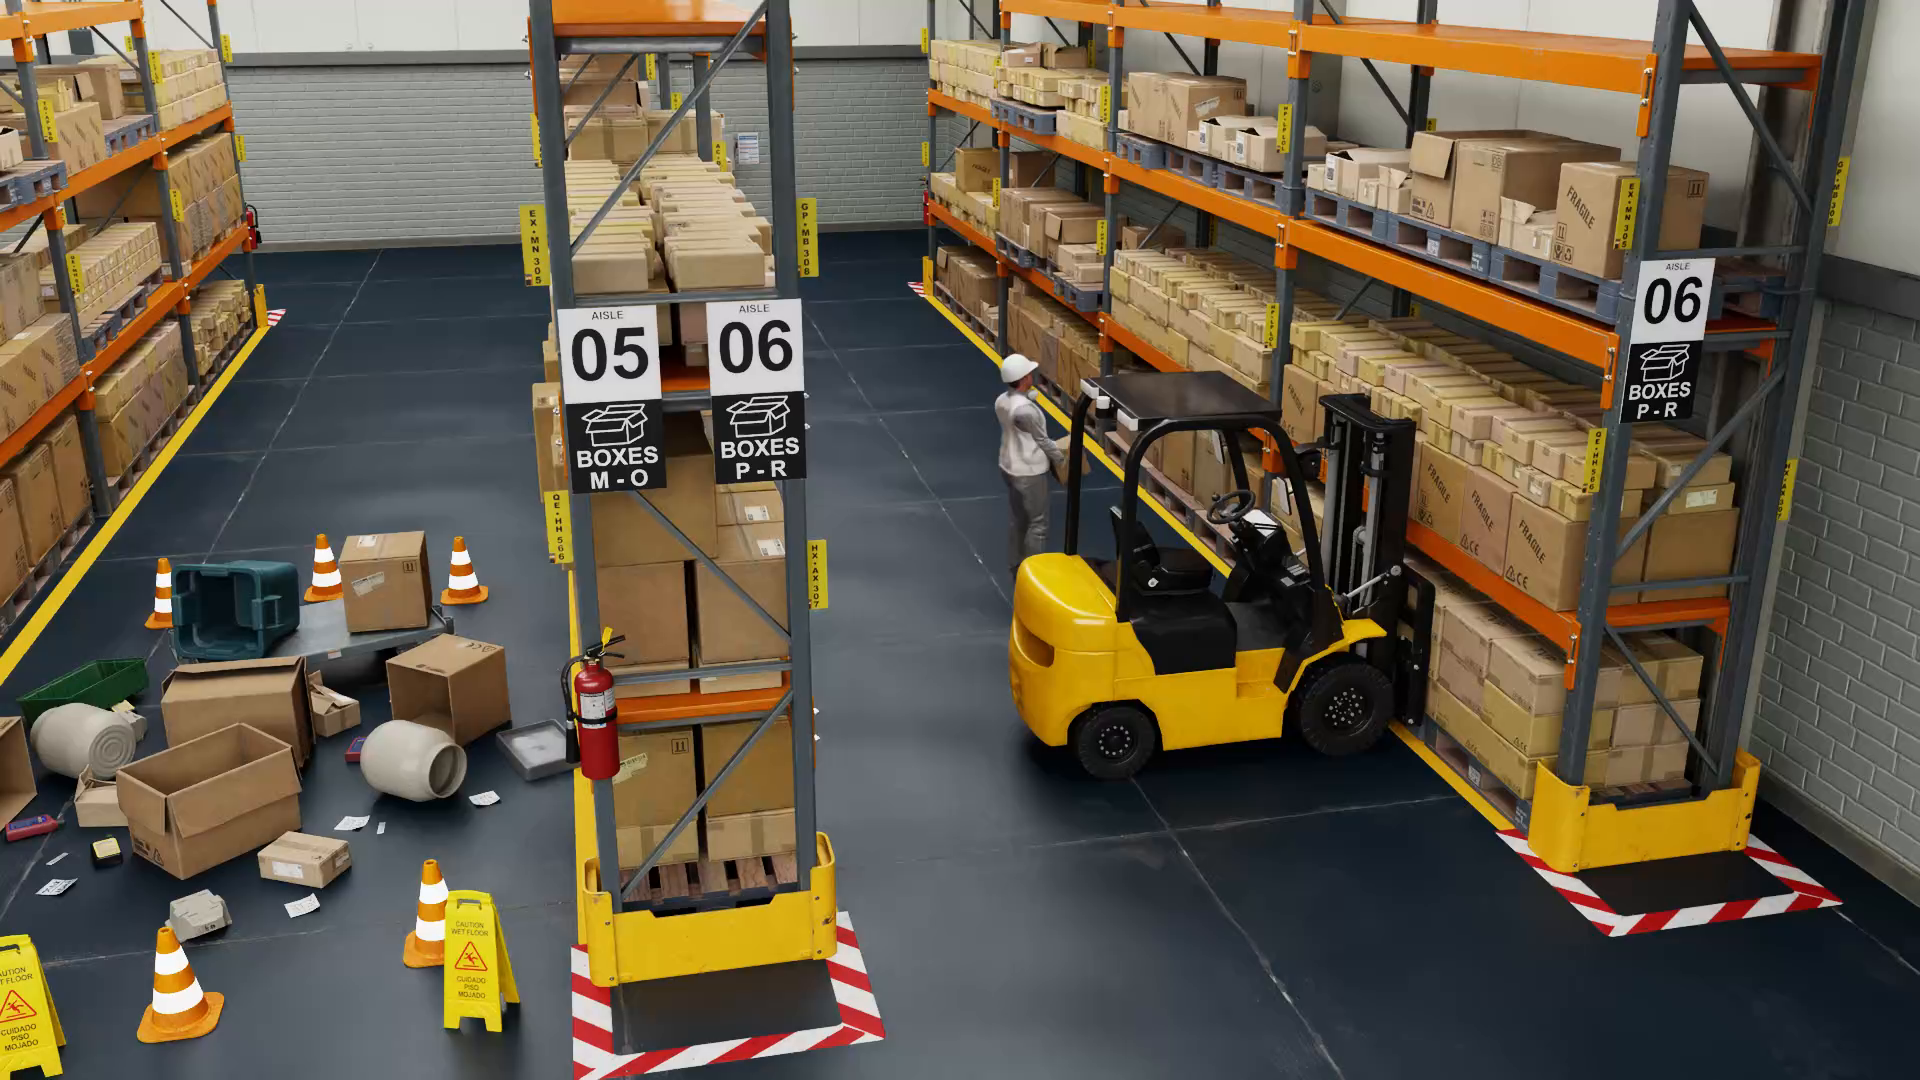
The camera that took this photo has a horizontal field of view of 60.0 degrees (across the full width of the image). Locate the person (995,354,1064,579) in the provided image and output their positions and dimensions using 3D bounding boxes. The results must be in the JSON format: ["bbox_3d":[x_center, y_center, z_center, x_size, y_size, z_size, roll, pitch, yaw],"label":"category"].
[{"bbox_3d":[0.560,-0.538,12.547,0.540,1.776,0.531,-8,21,-21],"label":"person"}]
